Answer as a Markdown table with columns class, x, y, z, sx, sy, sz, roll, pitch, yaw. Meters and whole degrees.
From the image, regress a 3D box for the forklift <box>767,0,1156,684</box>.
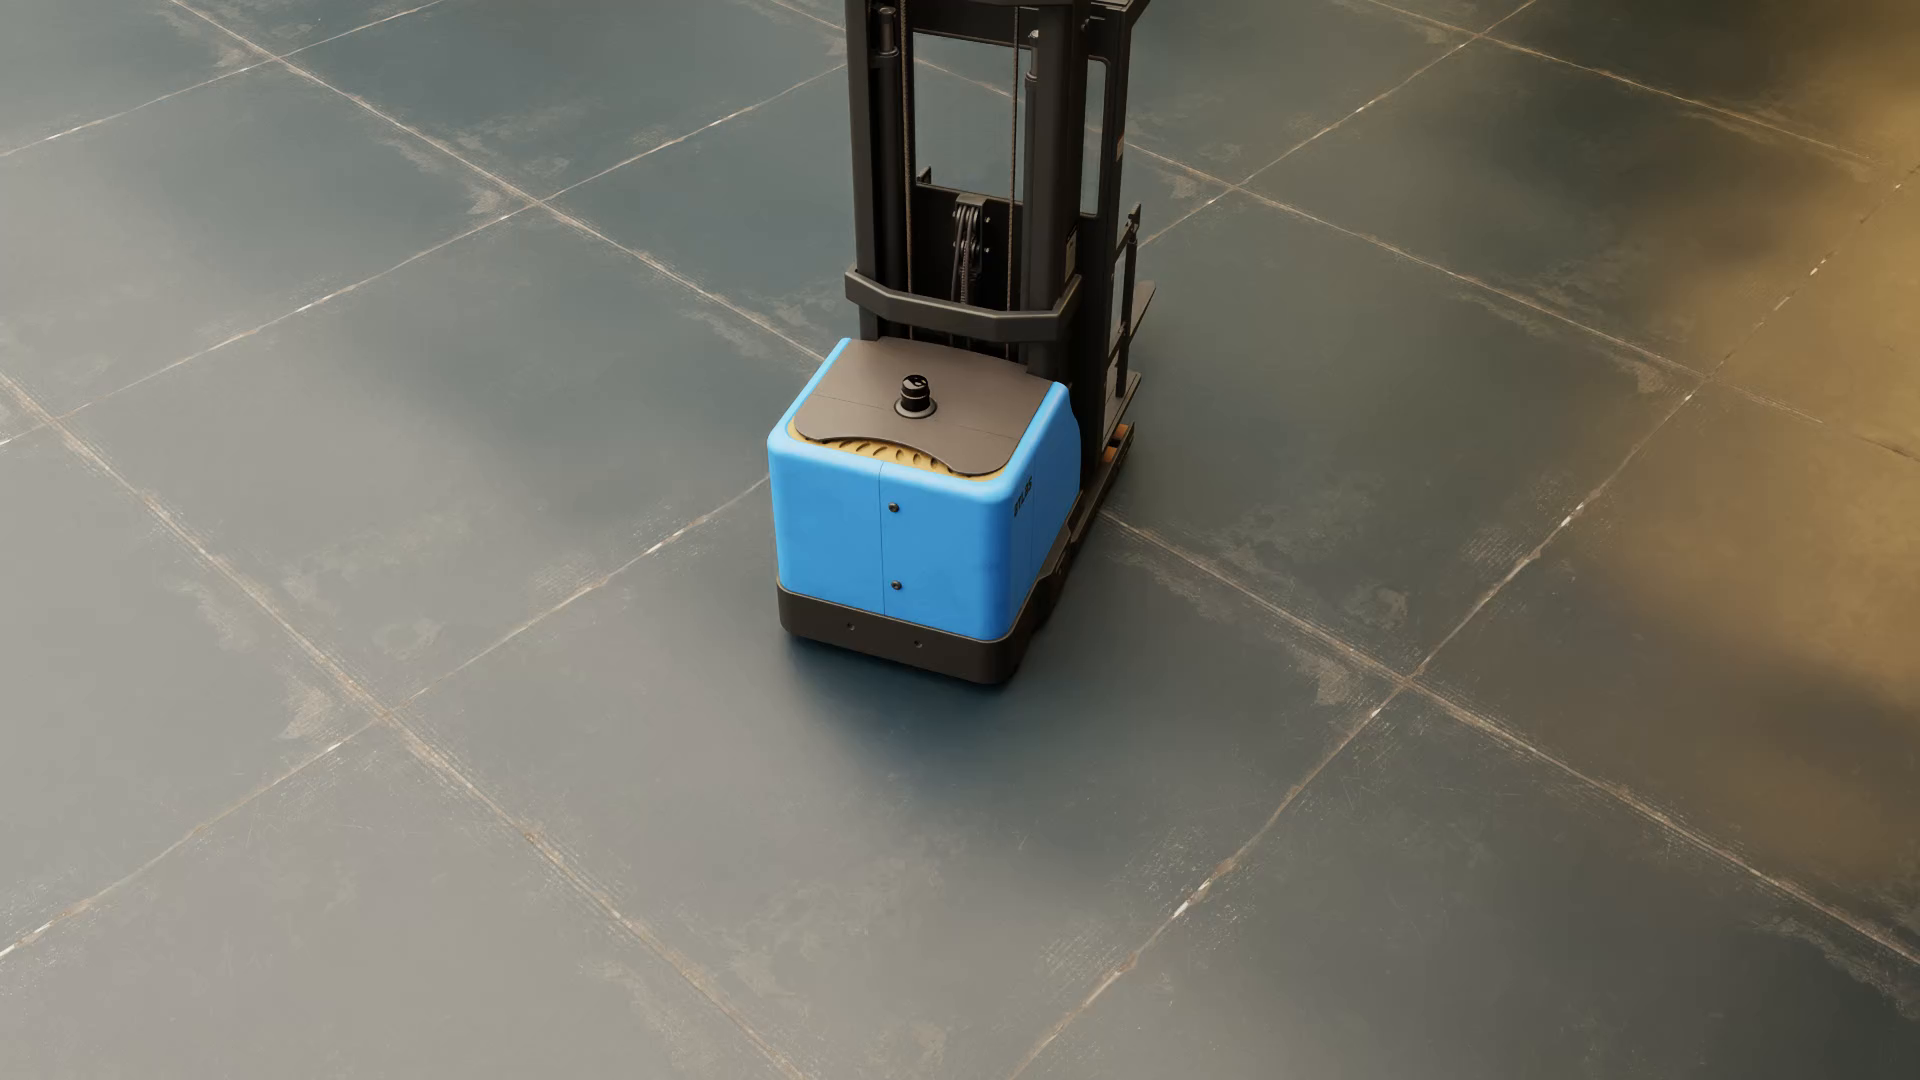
| class | x | y | z | sx | sy | sz | roll | pitch | yaw |
| --- | --- | --- | --- | --- | --- | --- | --- | --- | --- |
| forklift | 0.211 | -1.484 | 7.158 | 1.130 | 2.935 | 3.031 | 14 | 42 | 15 |
